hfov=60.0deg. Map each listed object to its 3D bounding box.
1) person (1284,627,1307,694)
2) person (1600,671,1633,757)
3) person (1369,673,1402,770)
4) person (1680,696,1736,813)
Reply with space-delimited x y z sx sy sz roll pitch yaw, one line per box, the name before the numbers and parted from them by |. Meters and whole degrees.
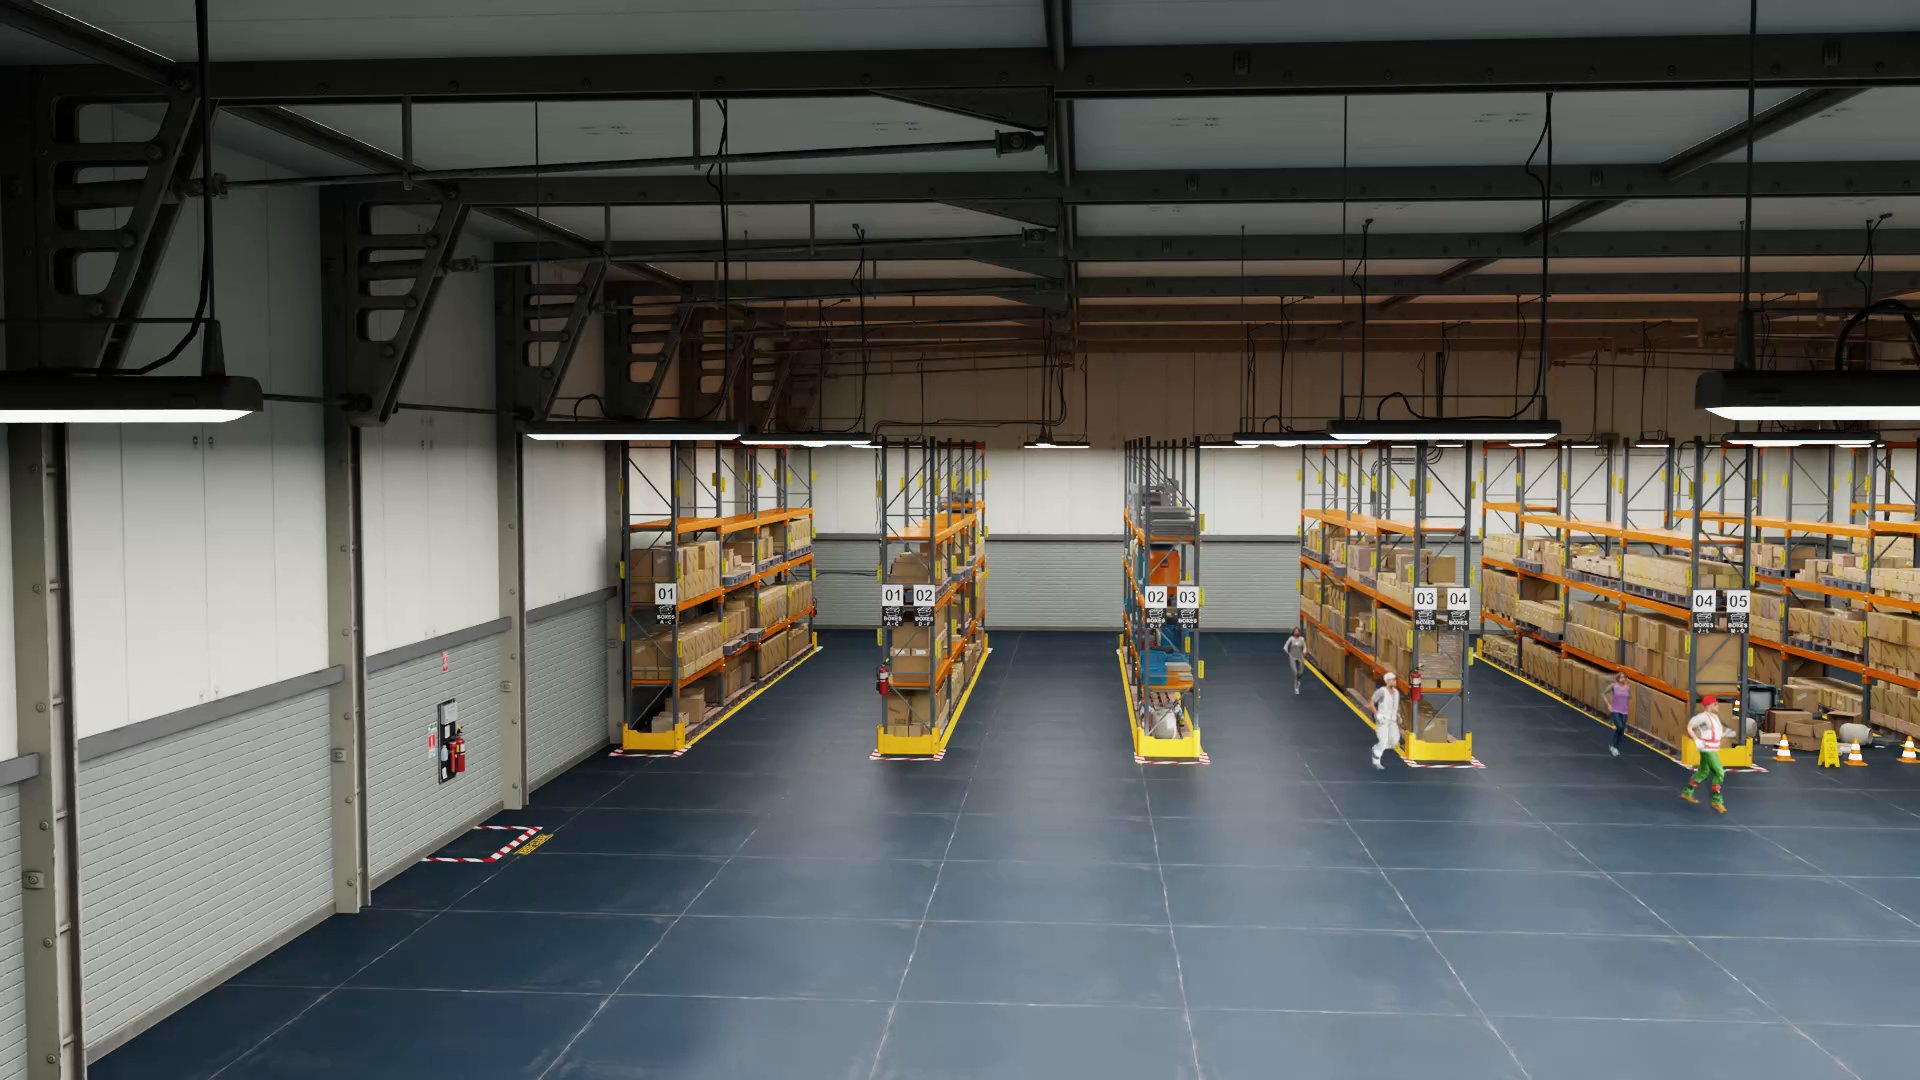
person | 7.946 2.837 39.417 0.547 1.571 0.540 0 3 2
person | 12.375 3.266 31.234 0.541 1.598 0.661 0 3 -3
person | 7.713 3.257 30.065 0.709 1.723 0.560 -1 3 -26
person | 11.951 3.406 26.566 0.791 1.850 0.635 3 4 40
